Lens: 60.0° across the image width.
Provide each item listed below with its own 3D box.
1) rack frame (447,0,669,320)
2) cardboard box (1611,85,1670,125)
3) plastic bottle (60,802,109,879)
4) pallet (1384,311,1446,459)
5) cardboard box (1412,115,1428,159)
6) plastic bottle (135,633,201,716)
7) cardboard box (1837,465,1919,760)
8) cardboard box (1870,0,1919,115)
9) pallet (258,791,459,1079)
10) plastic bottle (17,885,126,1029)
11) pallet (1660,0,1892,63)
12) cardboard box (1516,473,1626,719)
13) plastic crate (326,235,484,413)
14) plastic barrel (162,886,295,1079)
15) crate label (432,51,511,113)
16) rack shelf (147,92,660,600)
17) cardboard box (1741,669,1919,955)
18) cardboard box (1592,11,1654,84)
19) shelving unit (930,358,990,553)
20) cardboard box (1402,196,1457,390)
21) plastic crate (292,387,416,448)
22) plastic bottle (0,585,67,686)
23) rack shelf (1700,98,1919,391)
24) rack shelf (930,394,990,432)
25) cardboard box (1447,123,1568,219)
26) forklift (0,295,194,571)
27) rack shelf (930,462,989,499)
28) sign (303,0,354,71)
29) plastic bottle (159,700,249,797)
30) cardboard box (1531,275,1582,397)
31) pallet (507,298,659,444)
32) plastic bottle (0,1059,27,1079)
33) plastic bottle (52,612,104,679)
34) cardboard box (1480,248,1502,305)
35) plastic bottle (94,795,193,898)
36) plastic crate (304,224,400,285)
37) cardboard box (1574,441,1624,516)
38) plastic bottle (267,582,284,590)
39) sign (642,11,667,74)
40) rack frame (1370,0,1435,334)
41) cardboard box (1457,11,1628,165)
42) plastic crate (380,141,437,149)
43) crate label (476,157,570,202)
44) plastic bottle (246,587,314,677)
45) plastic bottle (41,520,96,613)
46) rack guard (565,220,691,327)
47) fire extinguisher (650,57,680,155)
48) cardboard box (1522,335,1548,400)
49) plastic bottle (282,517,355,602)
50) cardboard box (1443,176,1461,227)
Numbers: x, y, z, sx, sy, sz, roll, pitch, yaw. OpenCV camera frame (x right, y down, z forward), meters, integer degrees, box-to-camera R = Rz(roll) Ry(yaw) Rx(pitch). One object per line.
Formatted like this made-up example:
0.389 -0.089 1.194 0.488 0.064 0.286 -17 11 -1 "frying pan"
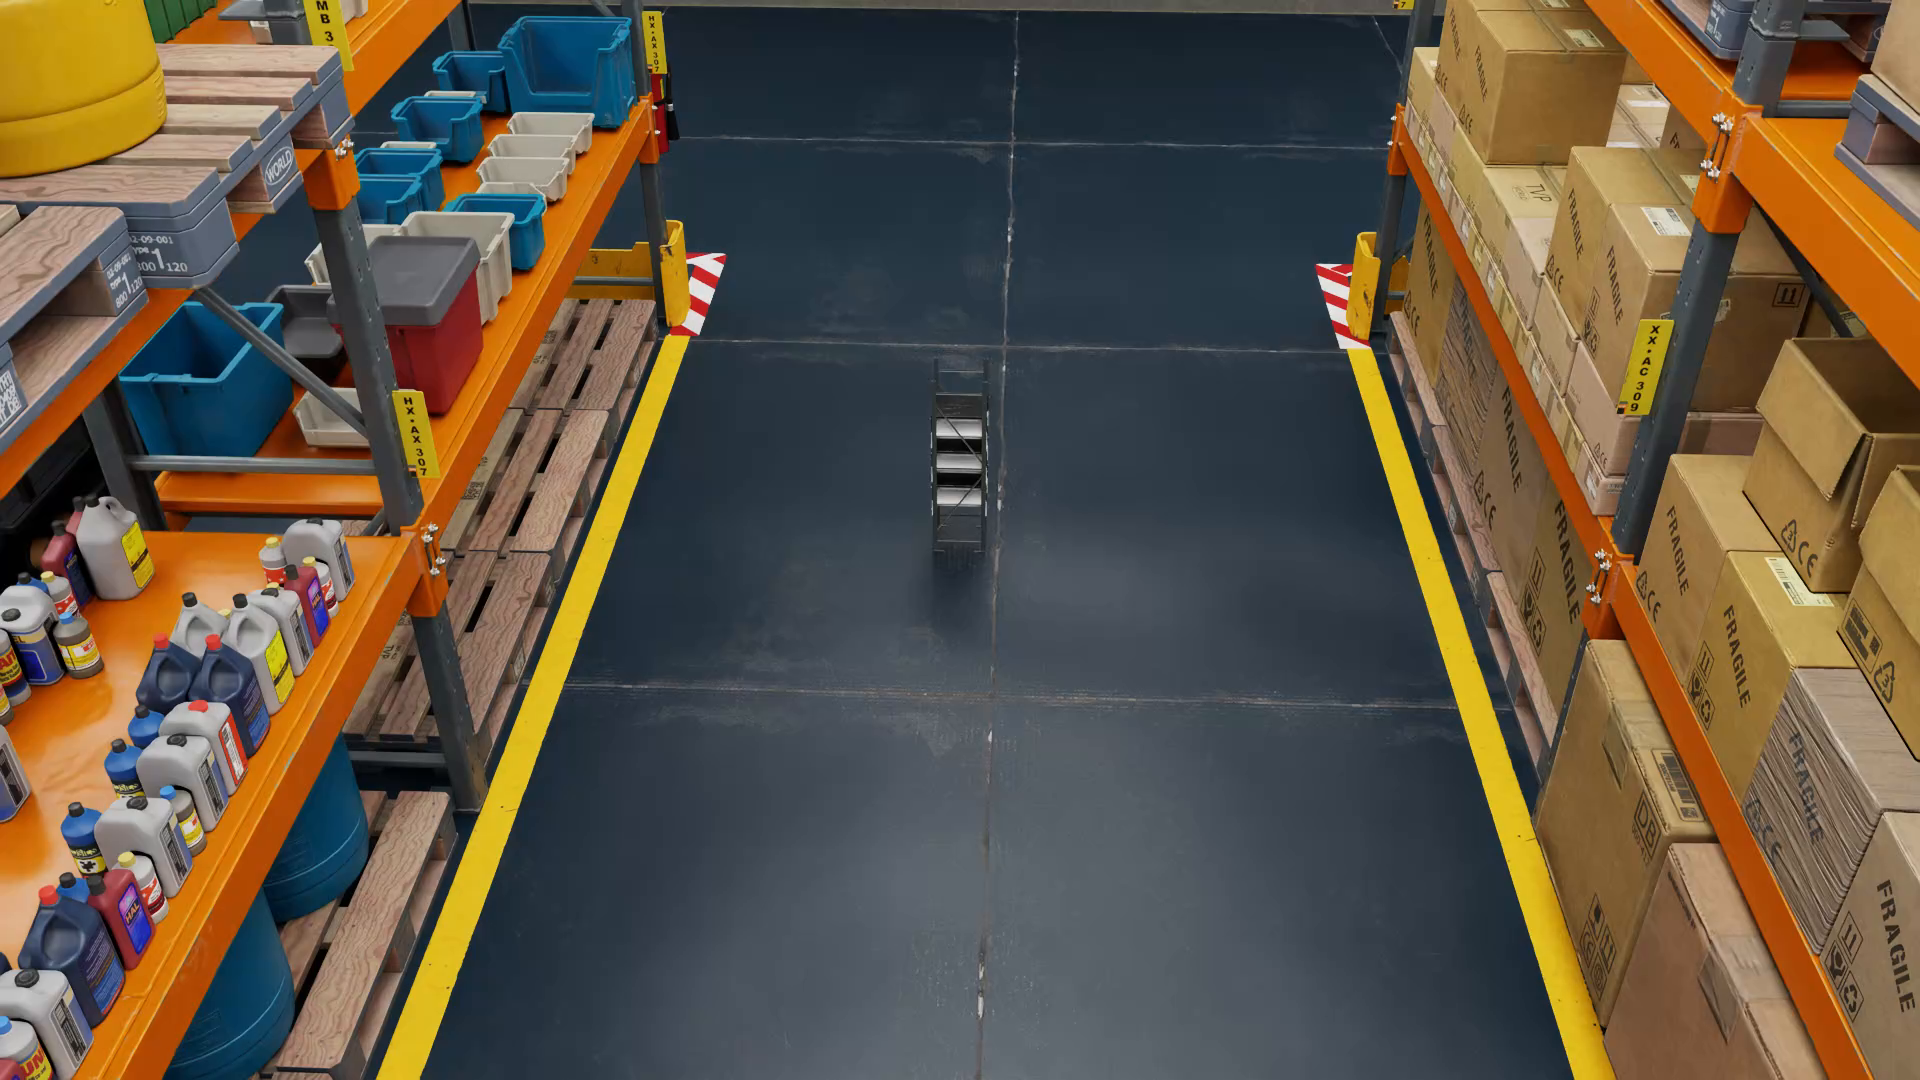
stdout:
-2.148 -2.538 8.753 1.000 3.000 0.127 1 35 2 "rack frame"
3.026 -1.908 7.728 0.500 0.250 0.500 1 35 1 "cardboard box"
-2.177 0.765 4.165 0.097 0.271 0.097 0 35 0 "plastic bottle"
2.847 -0.821 8.735 1.003 0.211 1.213 1 35 2 "pallet"
2.448 -1.977 8.173 0.380 0.149 0.250 1 35 1 "cardboard box"
-2.170 0.419 4.588 0.144 0.351 0.185 1 35 2 "plastic bottle"
2.584 0.184 3.920 0.797 0.503 0.637 2 35 2 "cardboard box"
2.627 -1.232 3.833 0.700 0.500 0.500 2 35 3 "cardboard box"
-2.381 1.343 5.655 1.003 0.211 1.213 1 35 2 "pallet"
-2.063 0.949 3.834 0.144 0.351 0.185 1 35 2 "plastic bottle"
2.684 -1.786 5.151 1.003 0.211 1.213 1 35 2 "pallet"
2.747 0.195 6.347 0.875 0.875 0.875 1 35 2 "cardboard box"
-2.022 -0.798 6.169 0.402 0.464 0.583 1 35 2 "plastic crate"
-2.376 1.166 4.942 0.600 0.901 0.708 1 35 2 "plastic barrel"
-2.487 -2.360 8.592 0.416 0.233 0.303 1 35 2 "crate label"
-2.228 -1.095 7.324 1.077 0.370 4.000 1 35 2 "rack shelf"
2.332 0.668 4.103 0.500 0.500 0.500 1 35 1 "cardboard box"
3.044 -2.505 7.925 0.500 0.500 0.500 2 35 2 "cardboard box"
0.000 -0.373 7.498 0.258 0.900 0.210 1 35 2 "shelving unit"
2.855 -1.357 8.554 0.875 0.875 0.875 1 35 2 "cardboard box"
-2.147 -0.421 5.917 0.396 0.136 0.243 1 35 2 "plastic crate"
-2.723 0.278 4.853 0.152 0.276 0.135 1 35 2 "plastic bottle"
2.560 0.091 3.029 1.077 0.370 4.000 1 35 2 "rack shelf"
0.000 -0.566 7.362 0.258 0.077 0.200 1 35 2 "rack shelf"
2.474 -1.627 7.328 0.500 0.250 0.500 0 35 0 "cardboard box"
-4.605 -1.252 6.983 1.130 2.935 3.031 2 35 3 "forklift"
0.000 -0.272 7.569 0.258 0.077 0.200 1 35 2 "rack shelf"
-1.759 -1.457 4.598 0.100 0.325 0.005 1 35 2 "sign"
-2.036 0.544 4.475 0.152 0.276 0.135 1 35 2 "plastic bottle"
2.414 -0.743 6.070 0.500 0.250 0.500 2 35 3 "cardboard box"
-2.220 -0.924 8.881 1.003 0.211 1.213 1 35 2 "pallet"
-2.037 1.202 3.532 0.061 0.283 0.133 1 35 2 "plastic bottle"
-2.597 0.301 4.886 0.097 0.201 0.097 0 35 0 "plastic bottle"
2.388 -1.090 6.911 0.380 0.149 0.250 2 35 3 "cardboard box"
-2.051 0.755 4.175 0.152 0.276 0.135 1 35 2 "plastic bottle"
-2.539 -1.164 6.975 0.293 0.136 0.466 1 35 2 "plastic crate"
2.325 -0.205 5.652 0.380 0.149 0.250 2 35 2 "cardboard box"
-2.045 0.218 5.004 0.097 0.201 0.097 0 35 0 "plastic bottle"
-1.598 -2.601 8.701 0.100 0.325 0.005 1 35 2 "sign"
2.801 -2.424 8.590 1.000 3.000 0.127 1 35 2 "rack frame"
2.477 -1.936 7.116 0.500 0.500 0.500 0 35 1 "cardboard box"
-2.610 -1.748 7.806 0.250 0.136 0.298 1 35 2 "plastic crate"
-2.013 -1.655 7.674 0.396 0.136 0.243 1 35 2 "crate label"
-2.016 0.255 4.887 0.152 0.276 0.135 1 35 2 "plastic bottle"
-2.755 0.085 5.121 0.061 0.283 0.133 1 35 2 "plastic bottle"
-2.160 -1.529 9.491 1.175 0.500 0.348 1 35 2 "rack guard"
-1.688 -2.430 8.990 0.296 0.674 0.183 1 35 2 "fire extinguisher"
2.356 -0.649 6.283 0.380 0.149 0.250 2 35 3 "cardboard box"
-2.002 0.045 5.185 0.152 0.276 0.135 1 35 2 "plastic bottle"
2.418 -1.534 7.543 0.380 0.149 0.250 1 35 1 "cardboard box"
